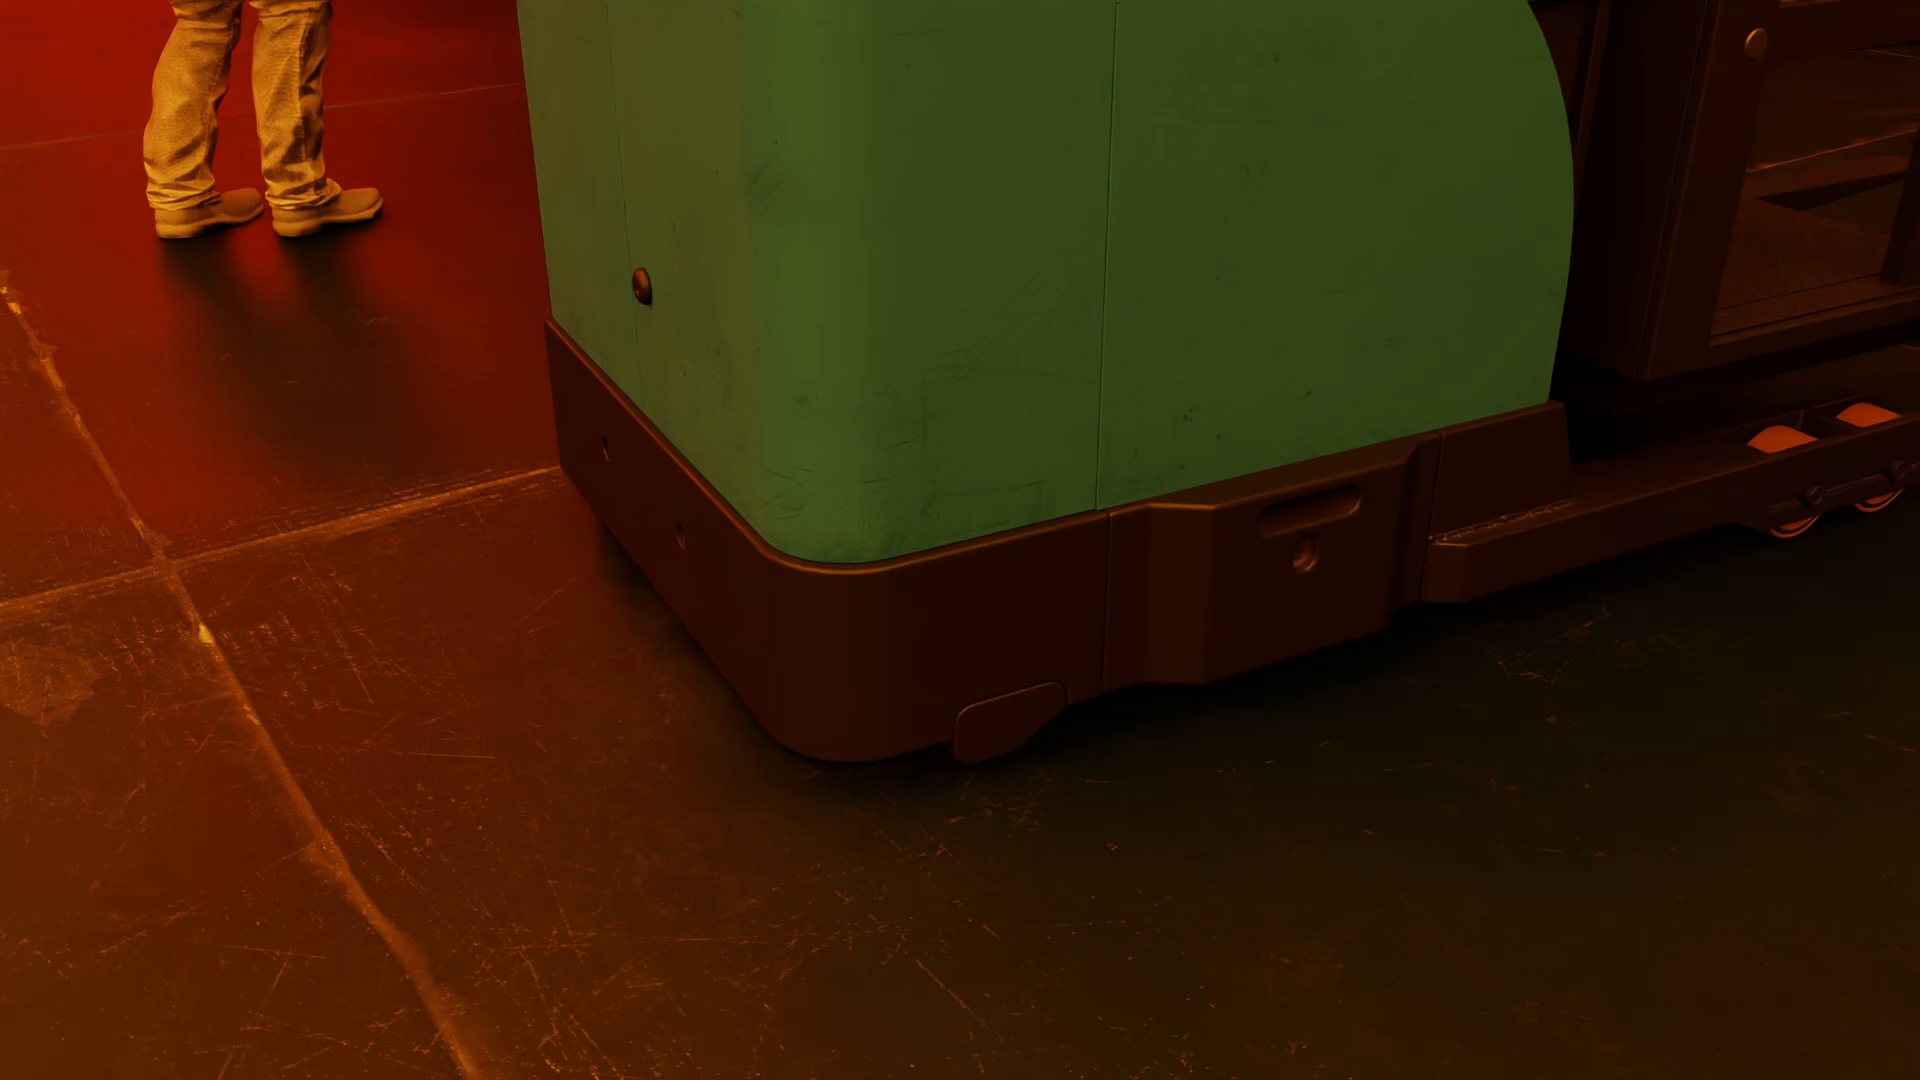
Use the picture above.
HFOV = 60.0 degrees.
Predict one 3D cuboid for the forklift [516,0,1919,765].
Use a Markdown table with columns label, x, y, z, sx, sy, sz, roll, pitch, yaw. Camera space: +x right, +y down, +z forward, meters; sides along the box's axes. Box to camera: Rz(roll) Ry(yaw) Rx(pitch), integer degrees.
| label | x | y | z | sx | sy | sz | roll | pitch | yaw |
| --- | --- | --- | --- | --- | --- | --- | --- | --- | --- |
| forklift | 0.924 | -1.507 | 2.236 | 3.031 | 2.935 | 1.130 | -13 | 30 | -25 |

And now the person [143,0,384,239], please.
| label | x | y | z | sx | sy | sz | roll | pitch | yaw |
| --- | --- | --- | --- | --- | --- | --- | --- | --- | --- |
| person | -1.699 | -1.531 | 3.646 | 0.786 | 1.728 | 0.527 | 21 | 33 | 35 |
